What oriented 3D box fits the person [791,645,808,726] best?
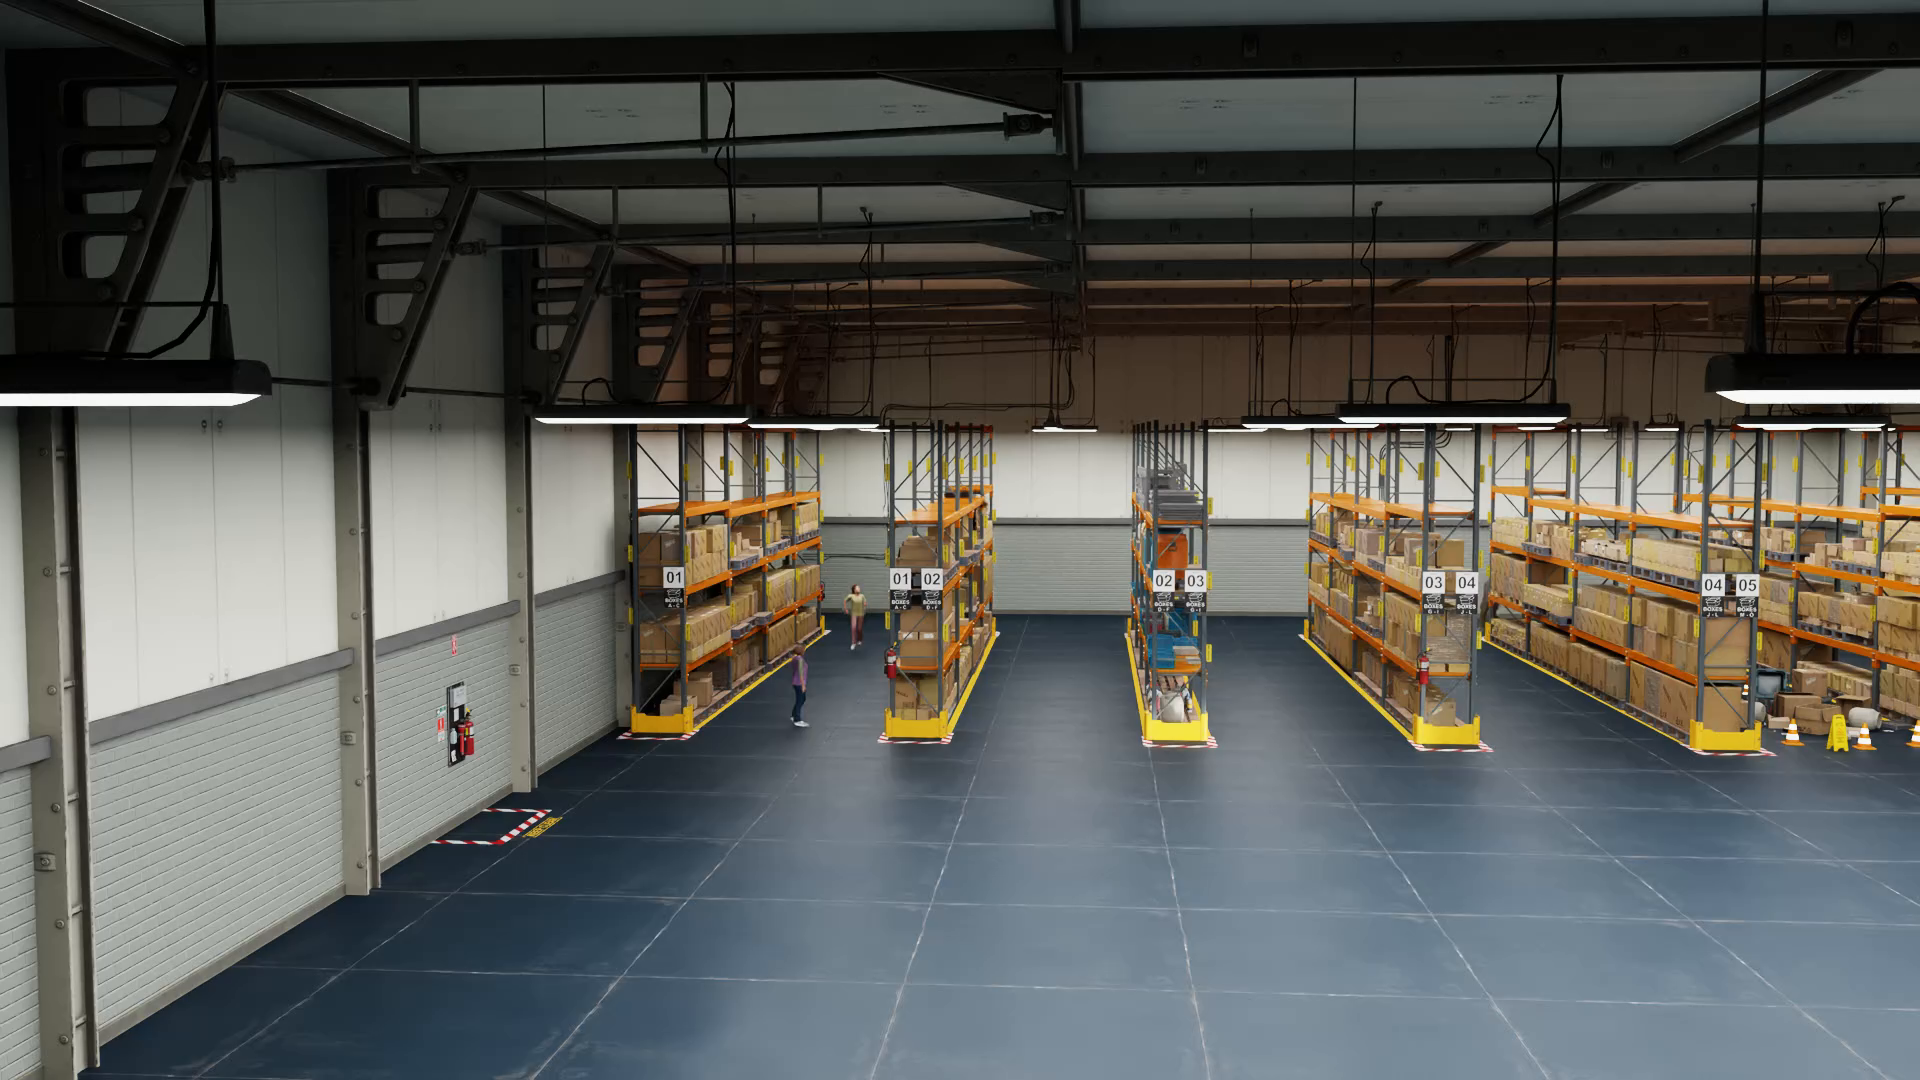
[{"bbox_3d":[-3.168,2.866,32.759,0.321,1.622,0.514,-1,4,-16],"label":"person"}]

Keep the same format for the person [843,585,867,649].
[{"bbox_3d":[-2.749,1.987,43.465,0.624,1.636,0.997,0,4,2],"label":"person"}]

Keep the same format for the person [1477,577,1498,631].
[{"bbox_3d":[15.330,1.780,48.182,0.576,1.723,1.086,3,5,42],"label":"person"}]
